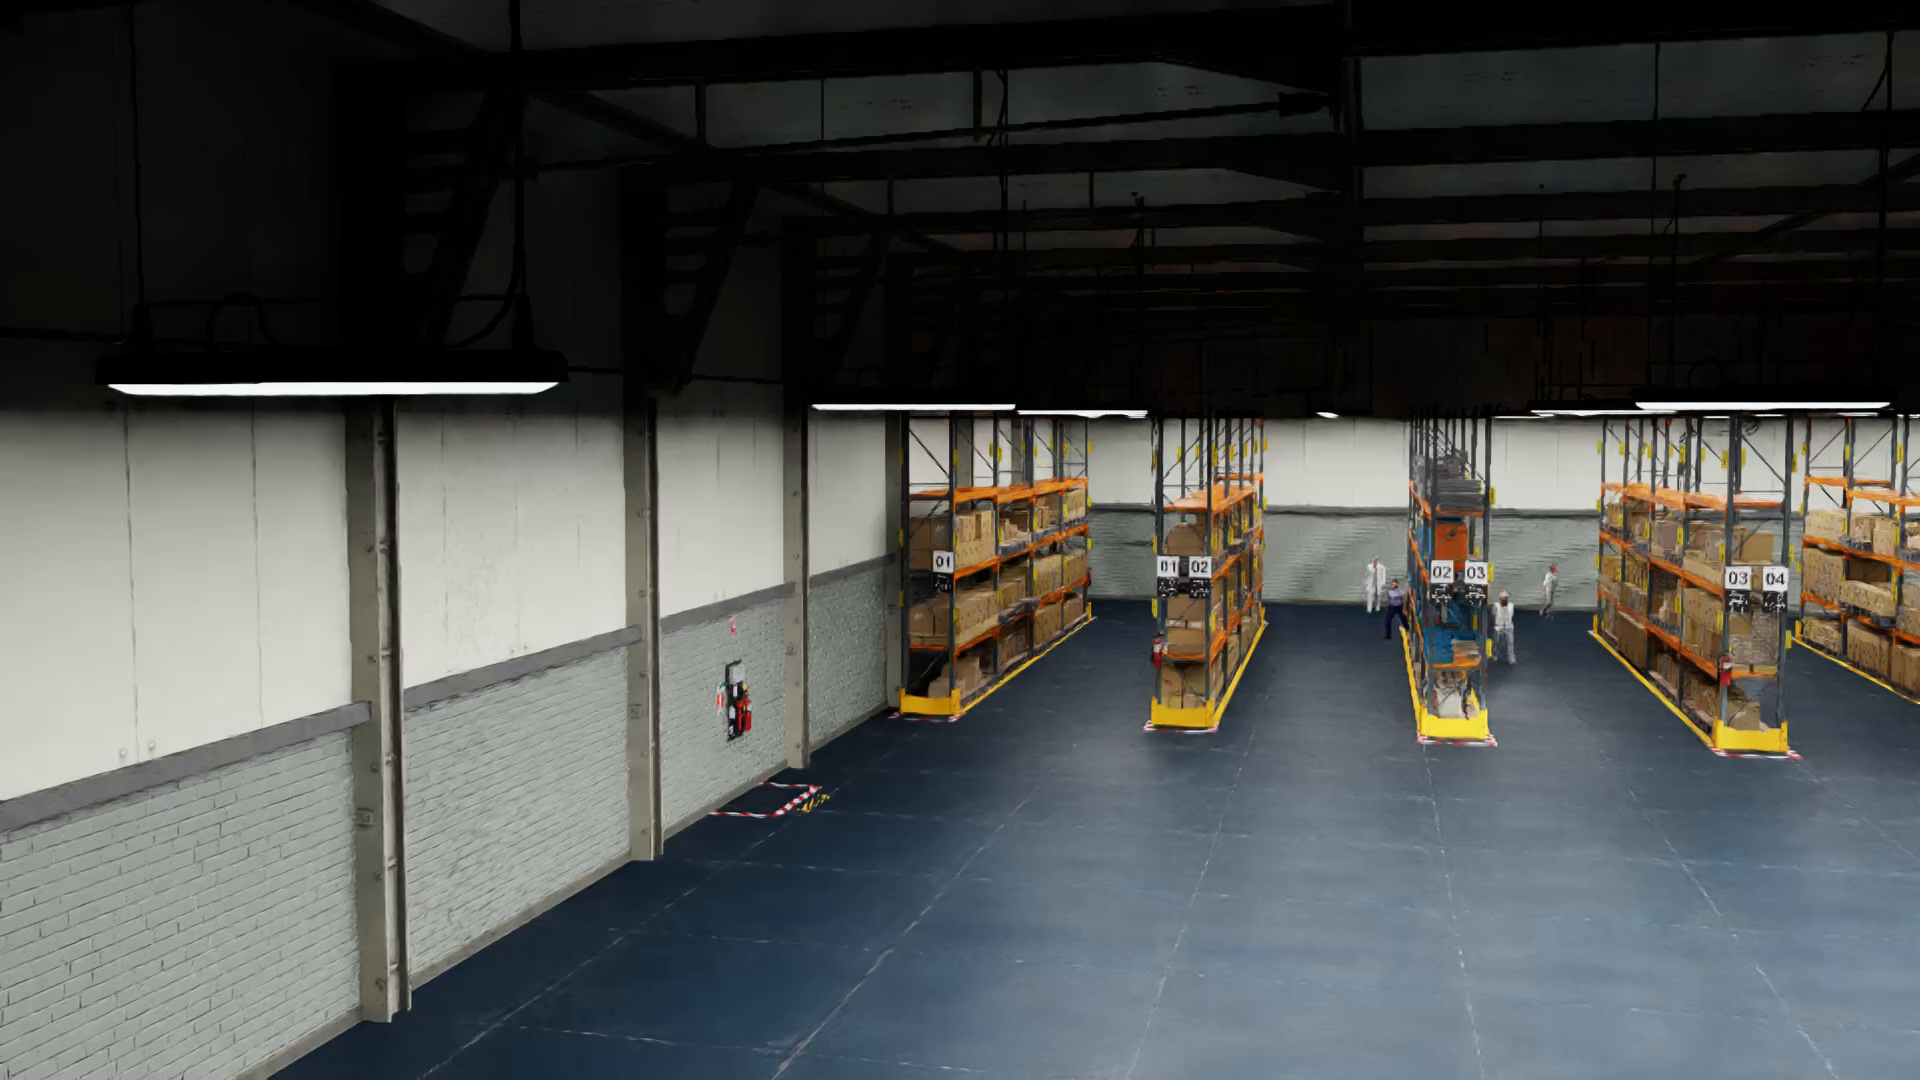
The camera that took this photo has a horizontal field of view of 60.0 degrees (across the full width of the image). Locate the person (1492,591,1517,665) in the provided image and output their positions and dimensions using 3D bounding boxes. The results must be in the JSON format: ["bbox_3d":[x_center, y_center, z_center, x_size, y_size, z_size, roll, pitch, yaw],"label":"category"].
[{"bbox_3d":[12.746,2.052,39.018,0.554,1.724,1.029,0,4,6],"label":"person"}]

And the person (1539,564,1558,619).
[{"bbox_3d":[17.037,1.480,48.107,0.477,1.589,0.462,-2,5,-25],"label":"person"}]

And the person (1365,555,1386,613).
[{"bbox_3d":[12.357,1.303,49.476,0.594,1.695,1.185,1,4,16],"label":"person"}]

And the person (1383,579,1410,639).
[{"bbox_3d":[11.493,1.798,43.654,0.536,1.585,0.946,3,5,35],"label":"person"}]
